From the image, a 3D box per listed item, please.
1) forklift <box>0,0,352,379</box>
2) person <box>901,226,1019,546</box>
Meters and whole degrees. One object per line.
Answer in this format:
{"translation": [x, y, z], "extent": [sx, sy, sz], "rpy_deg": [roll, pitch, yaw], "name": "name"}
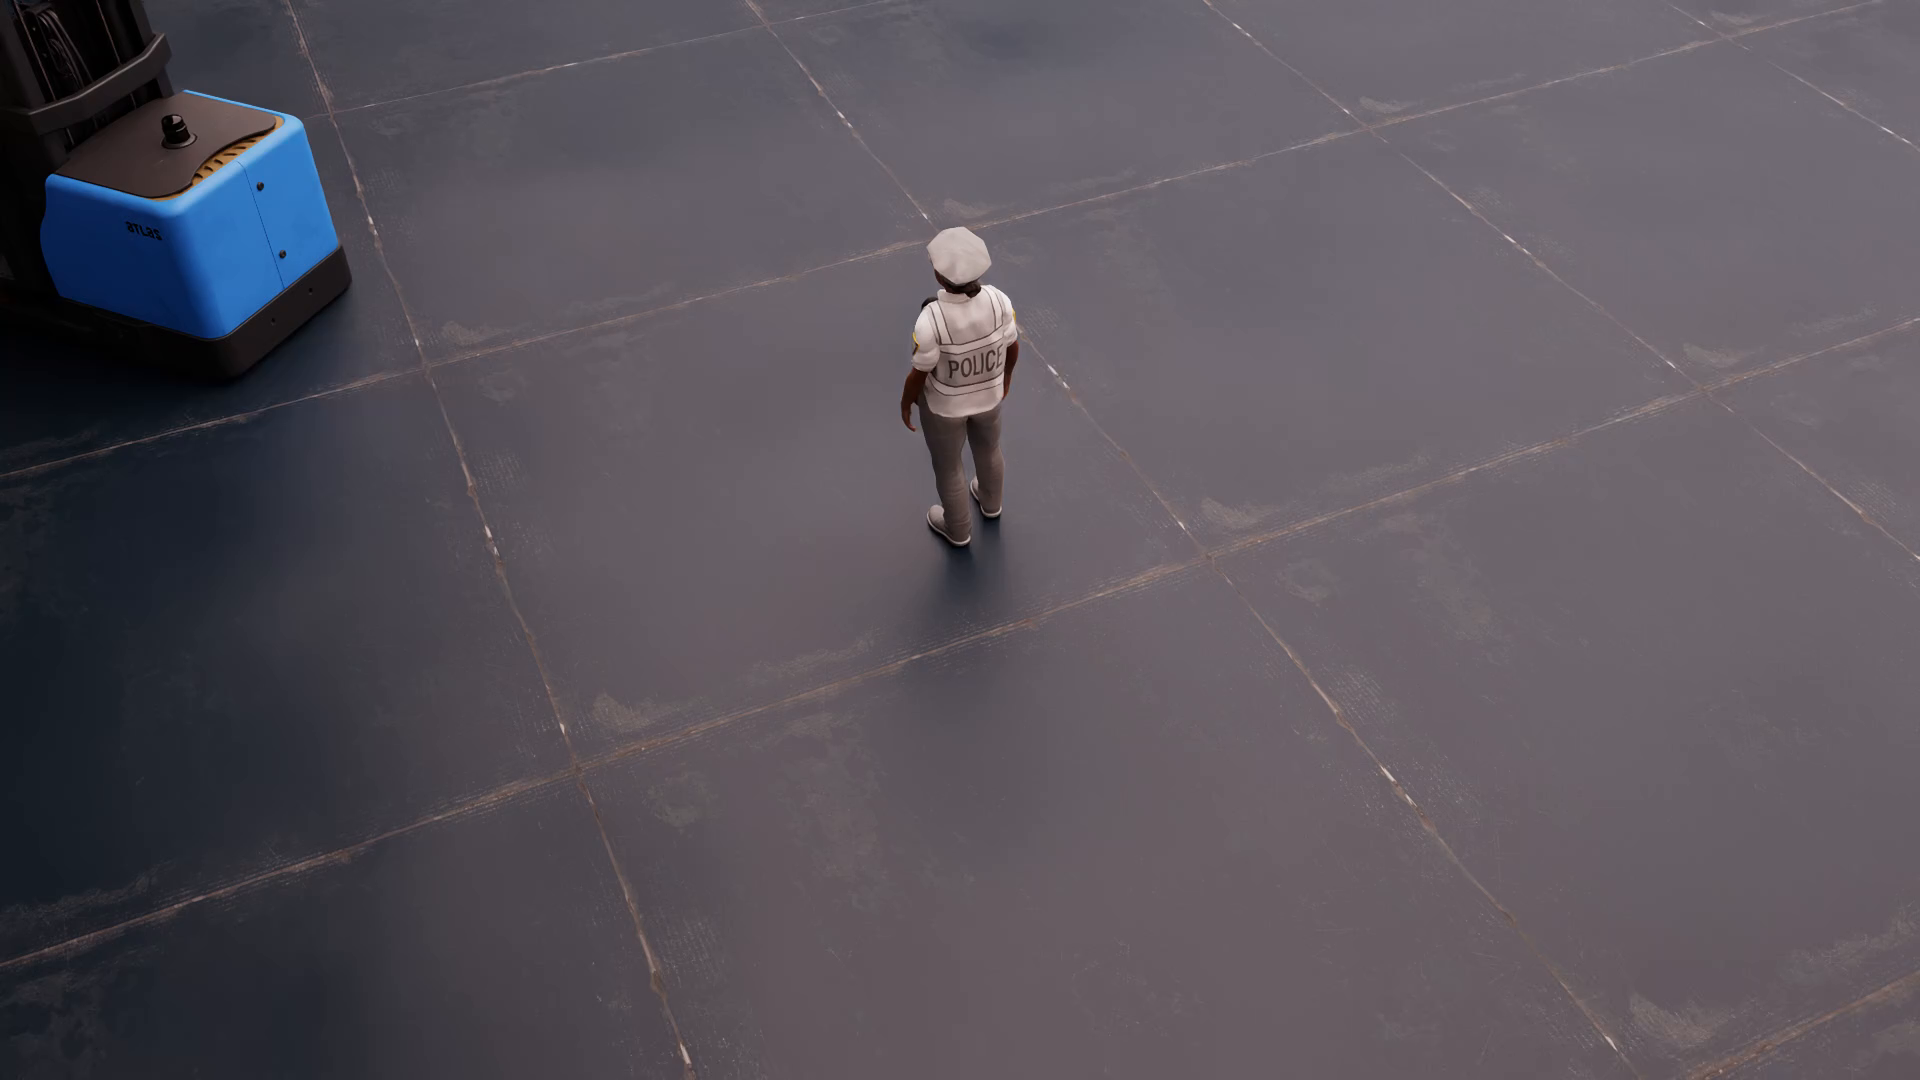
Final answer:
{"translation": [-4.953, -2.568, 8.432], "extent": [3.031, 2.935, 1.130], "rpy_deg": [16, 45, 17], "name": "forklift"}
{"translation": [-0.013, -0.677, 7.301], "extent": [0.569, 1.695, 0.528], "rpy_deg": [-18, 46, -18], "name": "person"}
